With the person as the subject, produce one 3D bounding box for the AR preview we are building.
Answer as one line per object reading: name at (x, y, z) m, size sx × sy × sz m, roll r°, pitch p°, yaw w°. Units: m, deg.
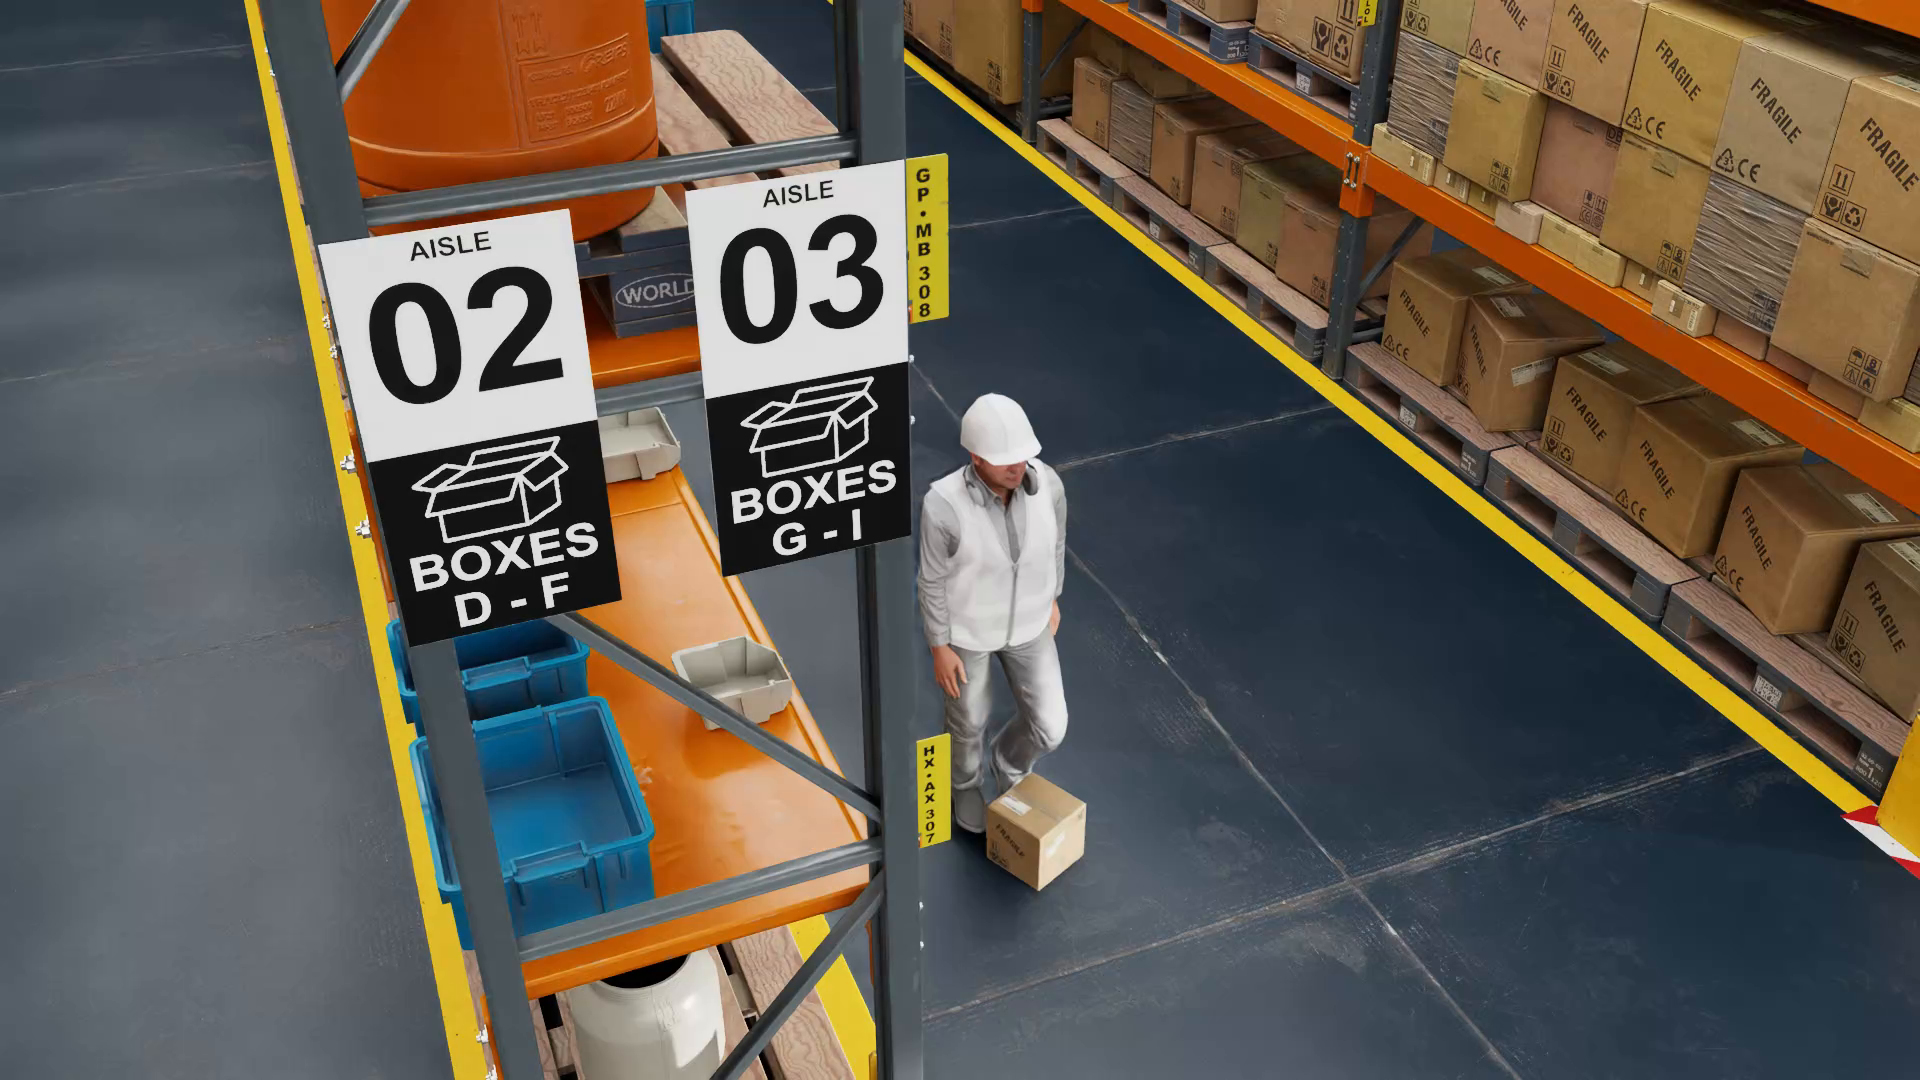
person at (0.118, 0.299, 5.661) m, size 0.557 × 1.811 × 0.460 m, roll -12°, pitch 35°, yaw -18°
